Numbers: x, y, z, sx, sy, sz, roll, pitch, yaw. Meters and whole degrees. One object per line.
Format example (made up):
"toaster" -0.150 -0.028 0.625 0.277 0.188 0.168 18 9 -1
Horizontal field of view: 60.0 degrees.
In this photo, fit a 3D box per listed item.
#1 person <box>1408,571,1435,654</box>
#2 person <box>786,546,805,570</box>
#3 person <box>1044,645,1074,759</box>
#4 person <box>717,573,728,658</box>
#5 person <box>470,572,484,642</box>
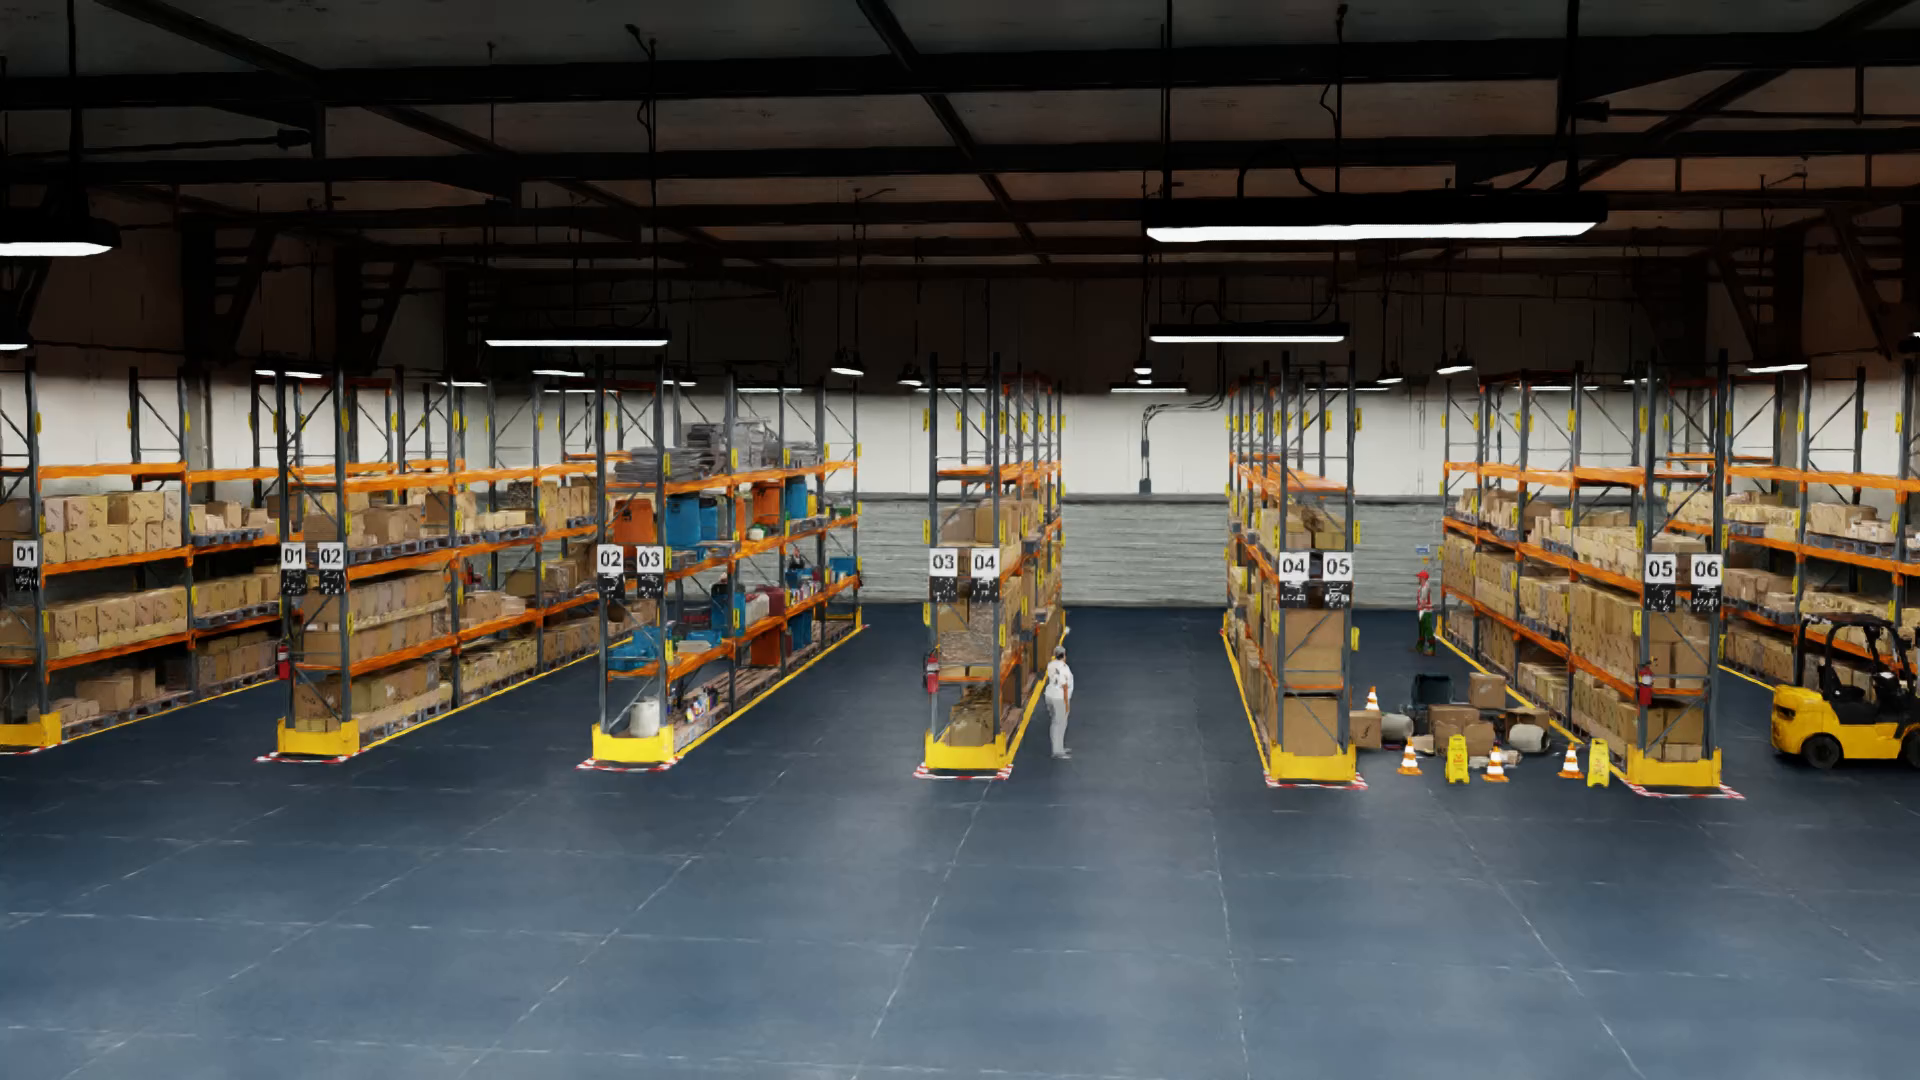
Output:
"person" 9.997 1.553 35.949 0.579 1.785 0.679 1 4 17
"person" -4.428 1.003 44.655 0.581 1.693 0.930 -1 4 -20
"person" 1.509 2.402 24.896 0.450 1.668 0.530 -2 4 -22
"person" -5.042 1.590 35.444 0.630 1.773 0.677 3 5 35
"person" -10.880 1.533 37.600 0.419 1.598 0.502 -1 4 -16
